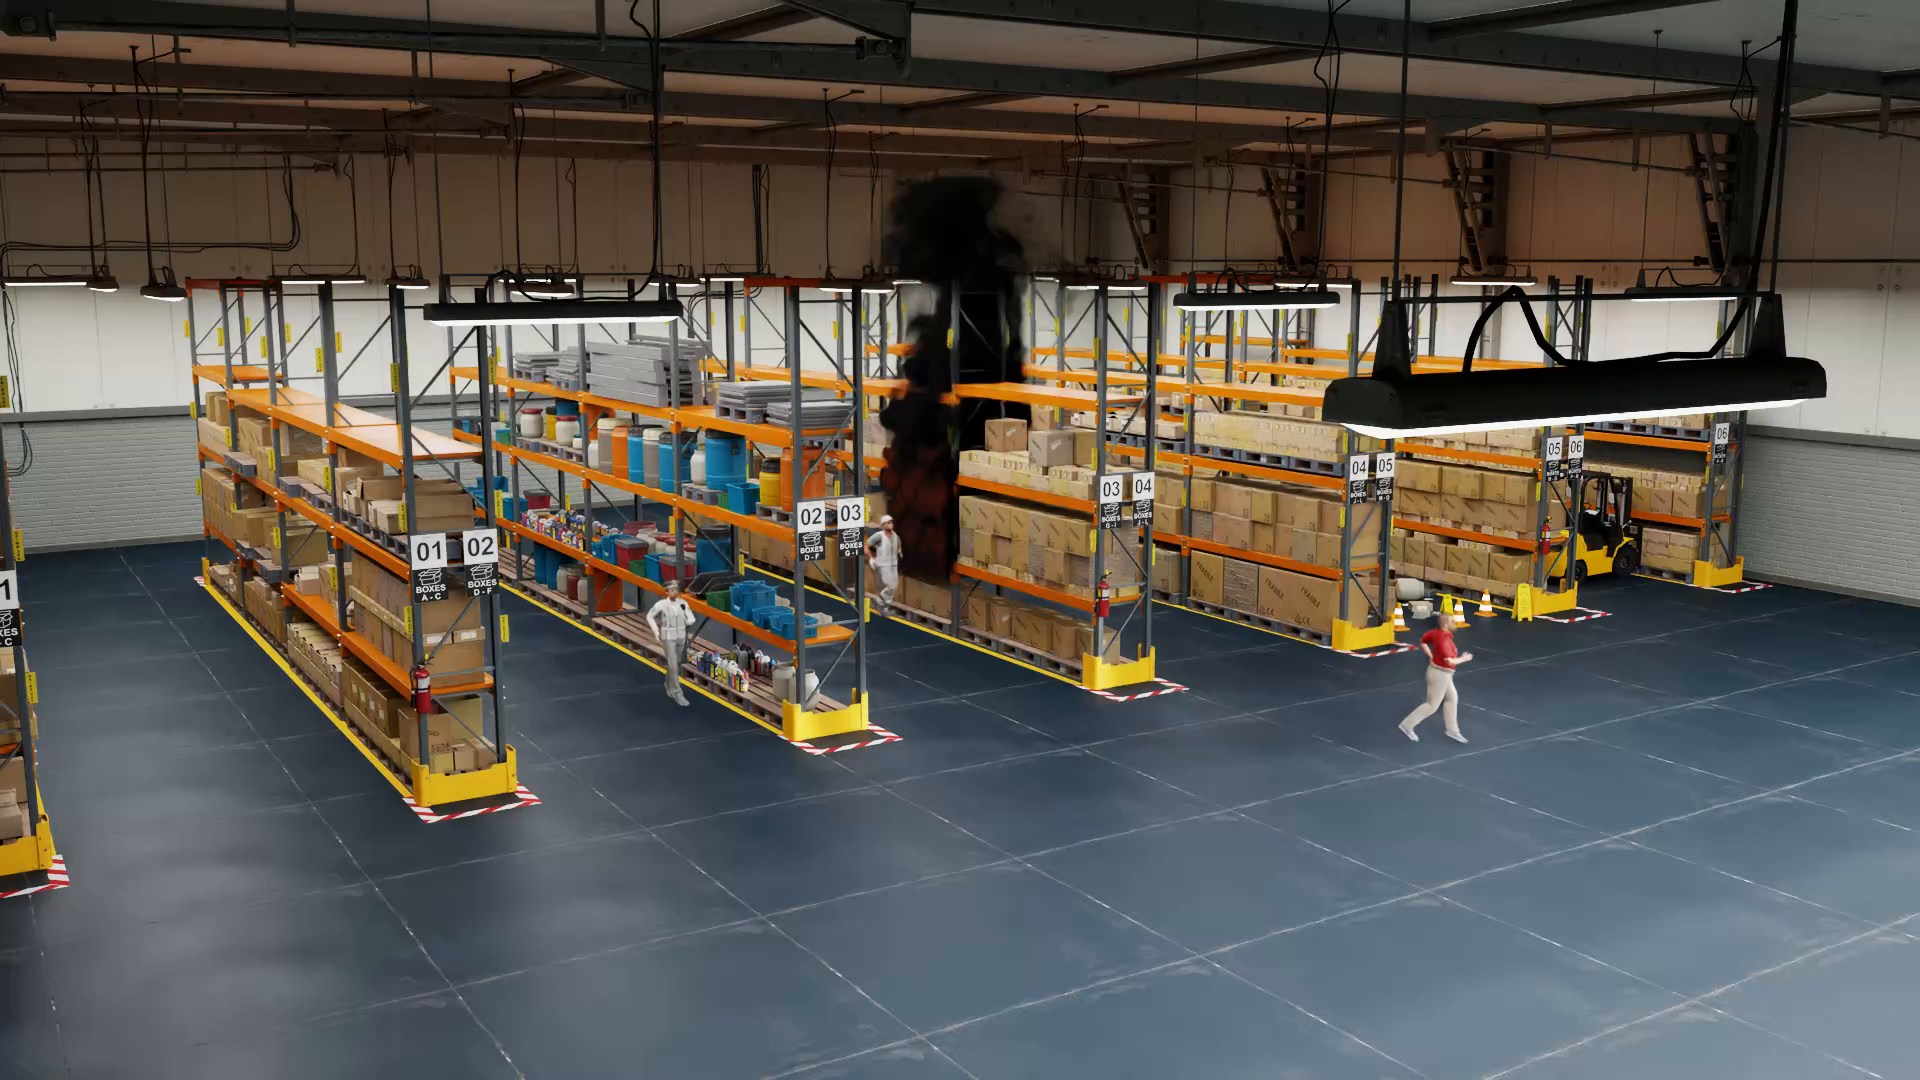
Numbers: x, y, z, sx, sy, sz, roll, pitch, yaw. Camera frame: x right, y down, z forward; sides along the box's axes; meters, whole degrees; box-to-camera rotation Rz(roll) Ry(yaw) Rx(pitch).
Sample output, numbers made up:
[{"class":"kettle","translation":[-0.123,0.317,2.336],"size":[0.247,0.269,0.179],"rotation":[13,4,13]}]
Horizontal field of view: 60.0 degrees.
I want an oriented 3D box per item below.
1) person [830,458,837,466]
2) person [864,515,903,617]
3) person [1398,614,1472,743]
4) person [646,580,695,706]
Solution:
[{"class":"person","translation":[-2.959,-1.102,39.332],"size":[0.688,1.756,0.528],"rotation":[-2,10,-11]},{"class":"person","translation":[-1.200,0.459,28.255],"size":[0.661,1.759,0.546],"rotation":[-9,13,-42]},{"class":"person","translation":[6.269,1.839,21.929],"size":[0.964,1.769,0.671],"rotation":[1,10,5]},{"class":"person","translation":[-3.929,1.391,22.866],"size":[0.611,1.731,0.876],"rotation":[-7,12,-35]}]
